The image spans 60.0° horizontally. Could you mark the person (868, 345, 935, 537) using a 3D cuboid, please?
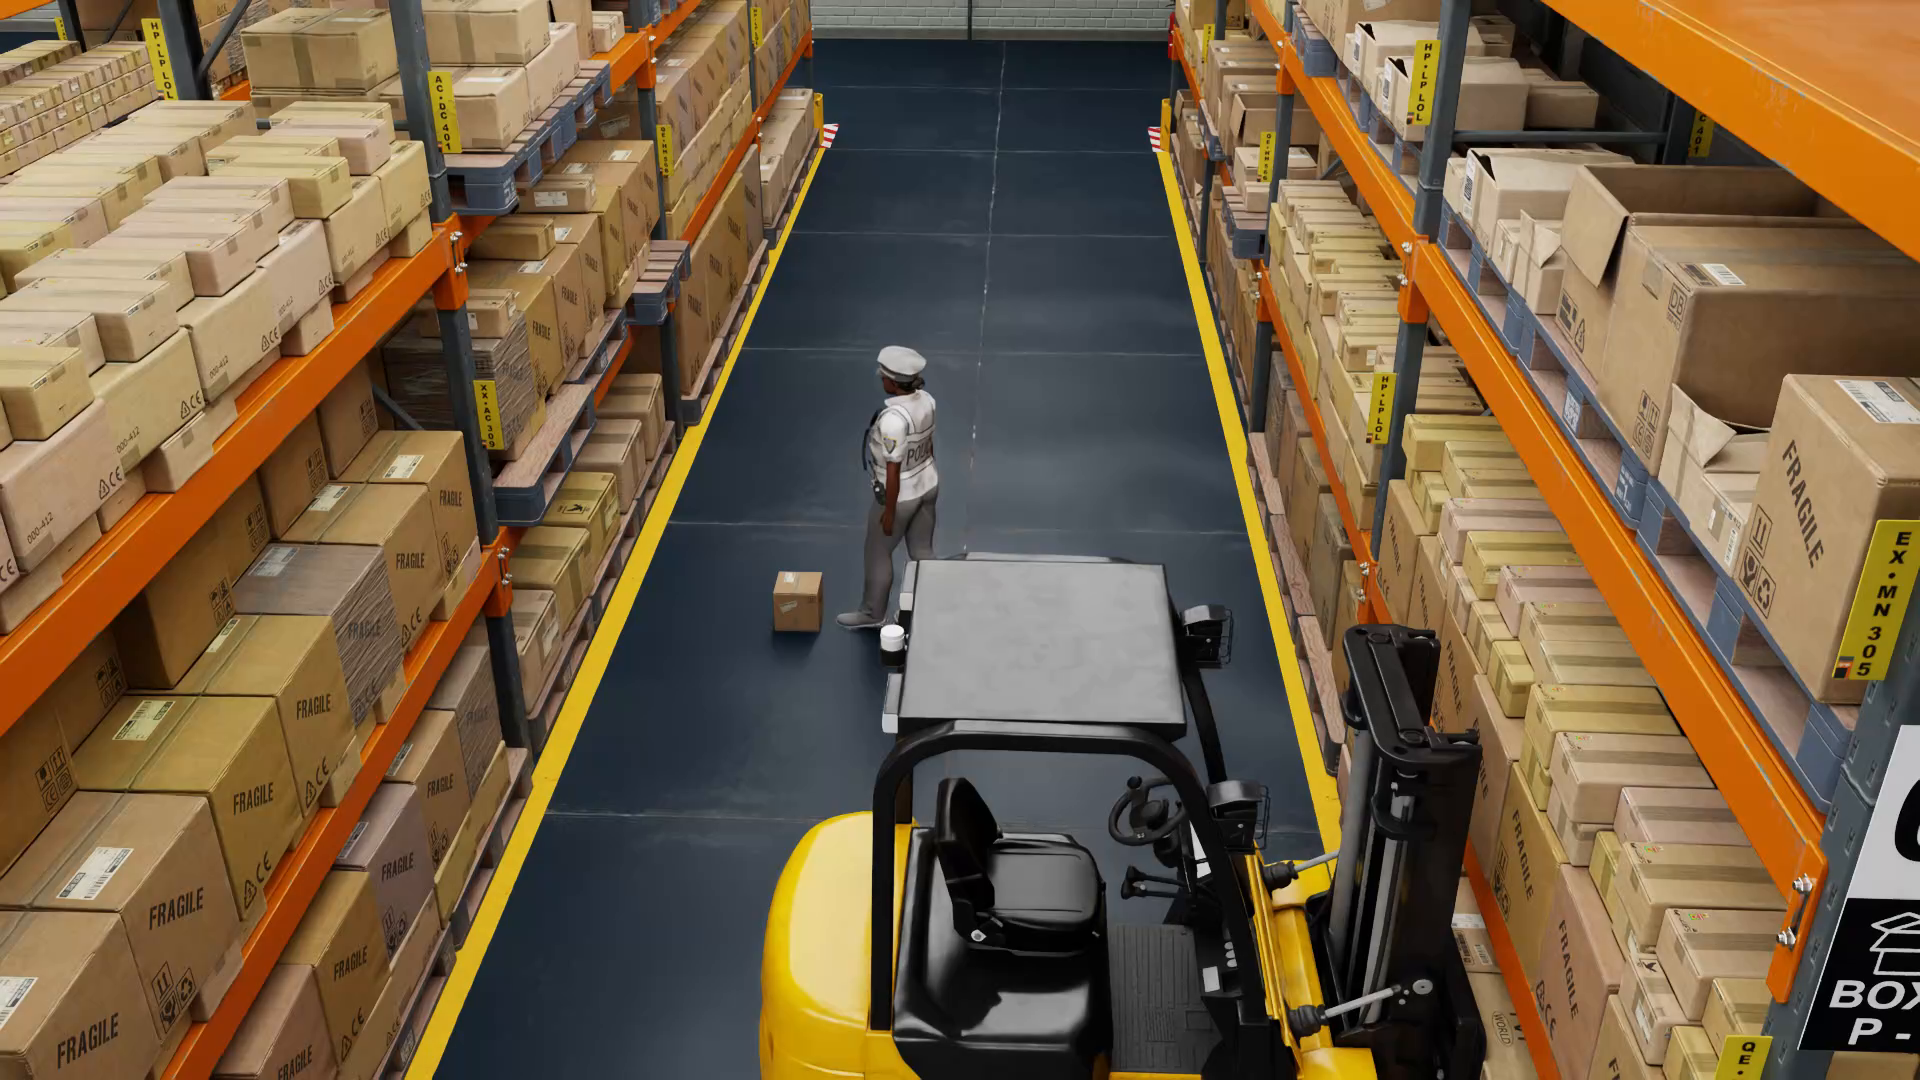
[{"bbox_3d":[-0.307,-0.545,8.902,0.316,1.015,0.452,17,33,29],"label":"person"}]
